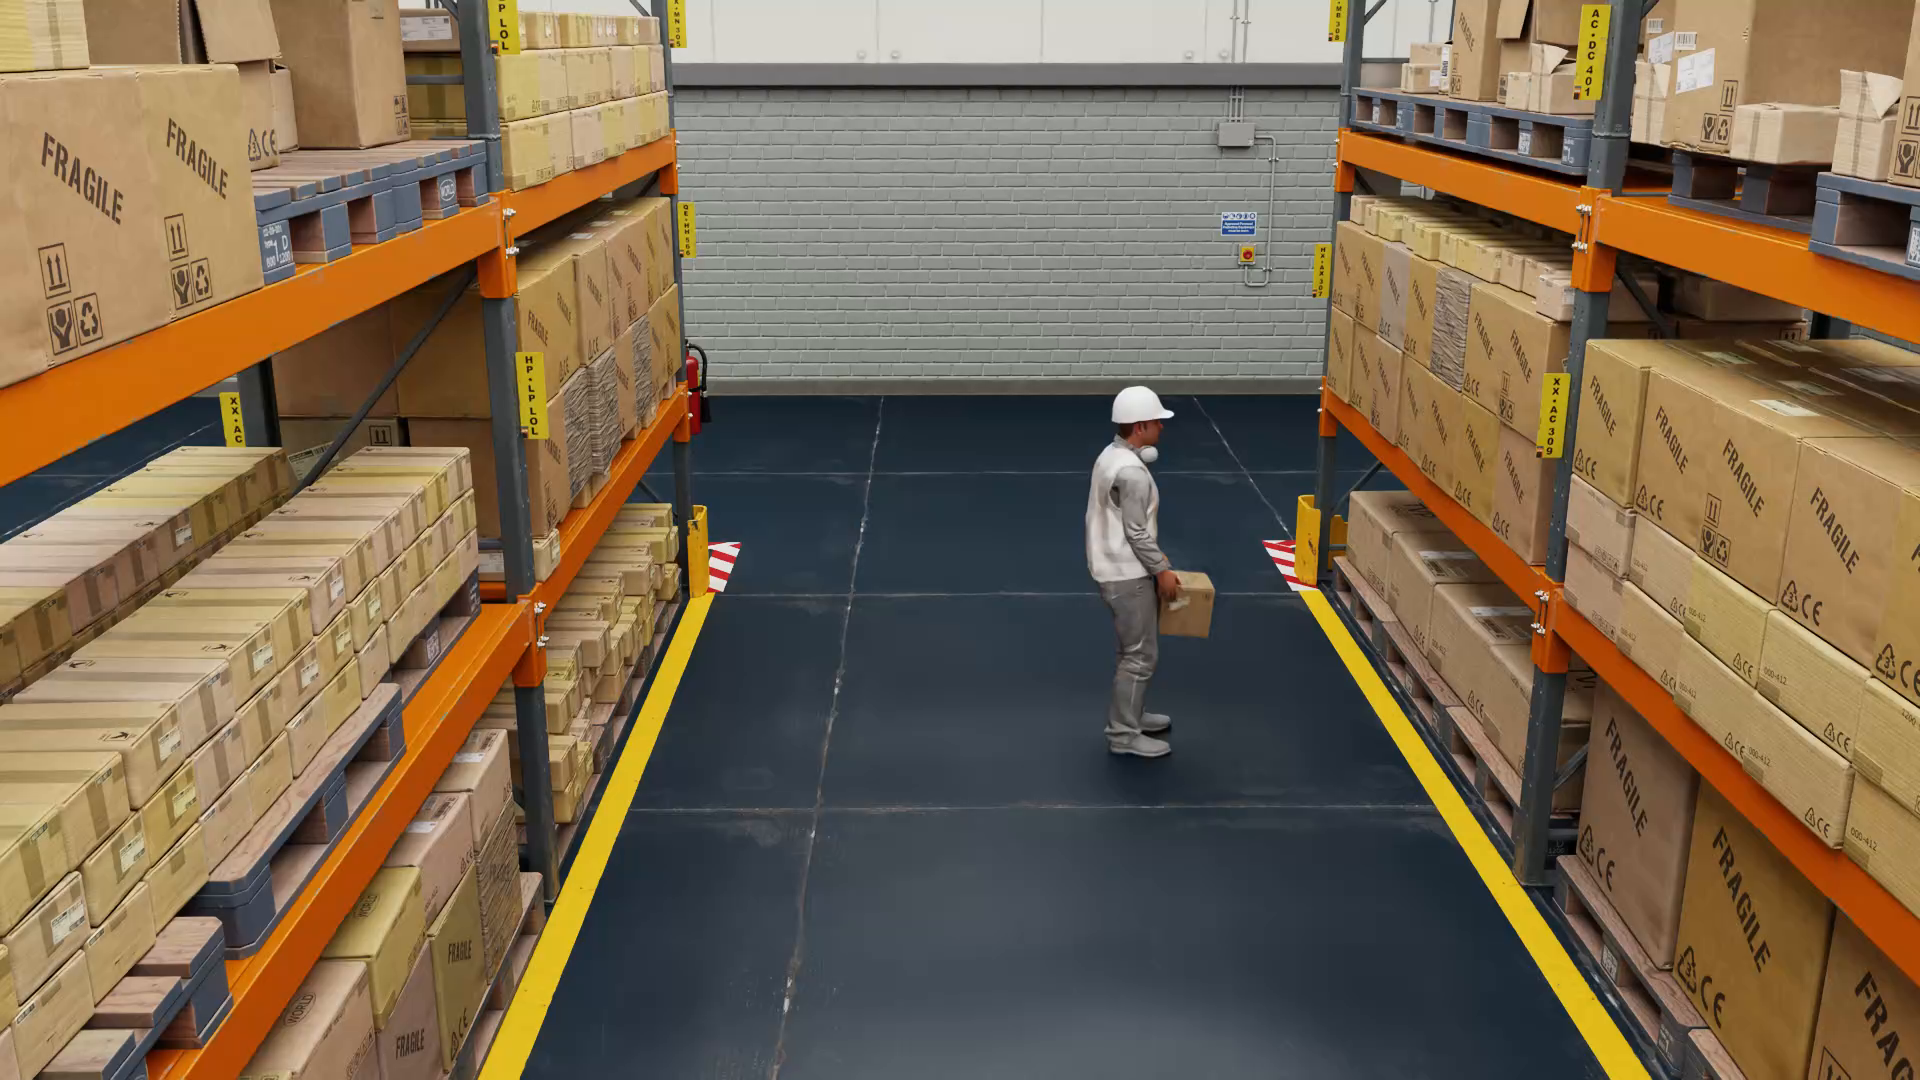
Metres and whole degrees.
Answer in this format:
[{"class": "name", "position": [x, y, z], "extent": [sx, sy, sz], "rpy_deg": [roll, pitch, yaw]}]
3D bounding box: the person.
[{"class": "person", "position": [0.838, 0.136, 8.043], "extent": [0.468, 1.779, 0.551], "rpy_deg": [-1, 17, -2]}]
